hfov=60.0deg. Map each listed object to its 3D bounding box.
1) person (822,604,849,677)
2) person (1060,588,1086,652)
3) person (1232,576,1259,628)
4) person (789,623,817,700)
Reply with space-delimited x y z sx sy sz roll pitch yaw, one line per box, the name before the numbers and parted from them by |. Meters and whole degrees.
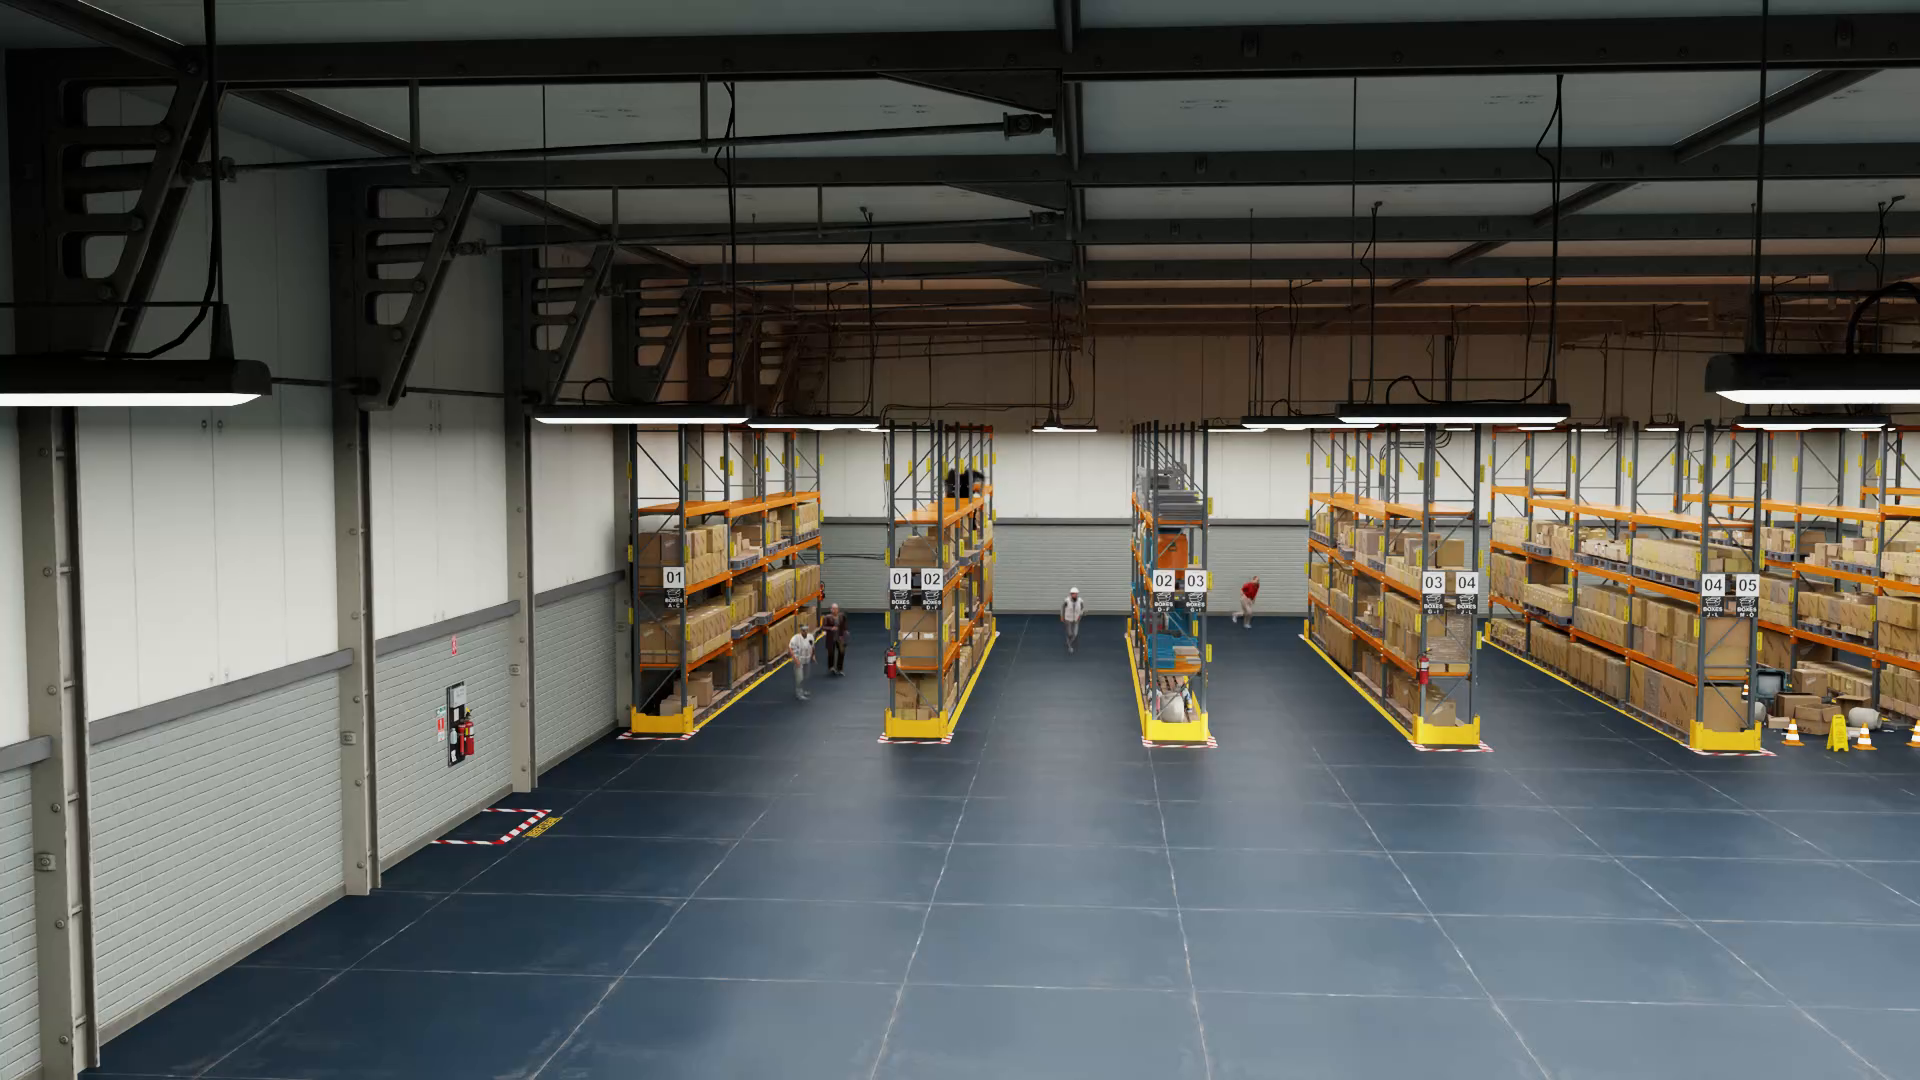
person | -2.962 2.367 39.520 0.700 1.742 1.047 -1 4 -12
person | 2.985 2.098 43.921 0.644 1.711 0.672 -1 4 -9
person | 8.515 1.826 49.507 0.666 1.553 0.988 -3 5 -39
person | -3.448 2.618 36.002 0.680 1.707 0.803 -3 5 -37
